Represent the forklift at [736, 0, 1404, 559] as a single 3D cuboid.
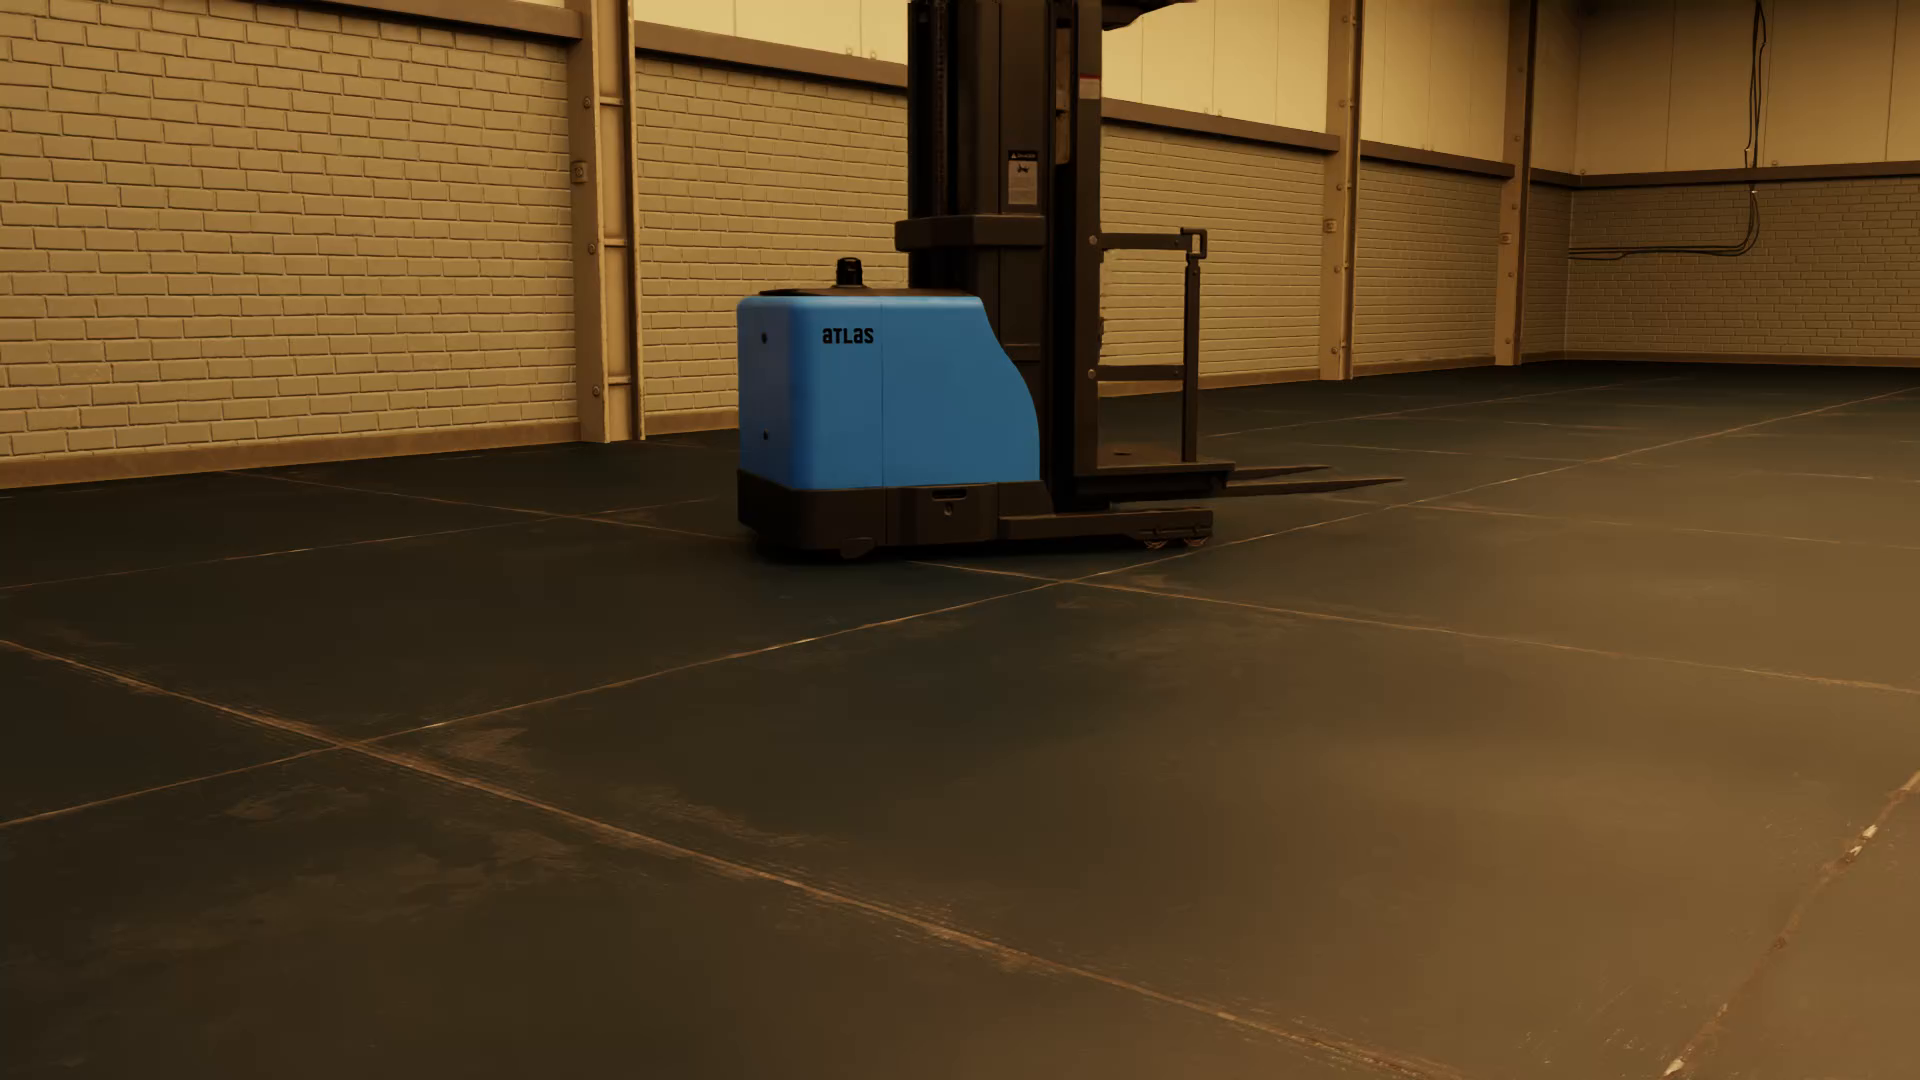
[{"bbox_3d":[0.567,-1.484,7.425,3.031,2.935,1.130,-3,9,-21],"label":"forklift"}]
